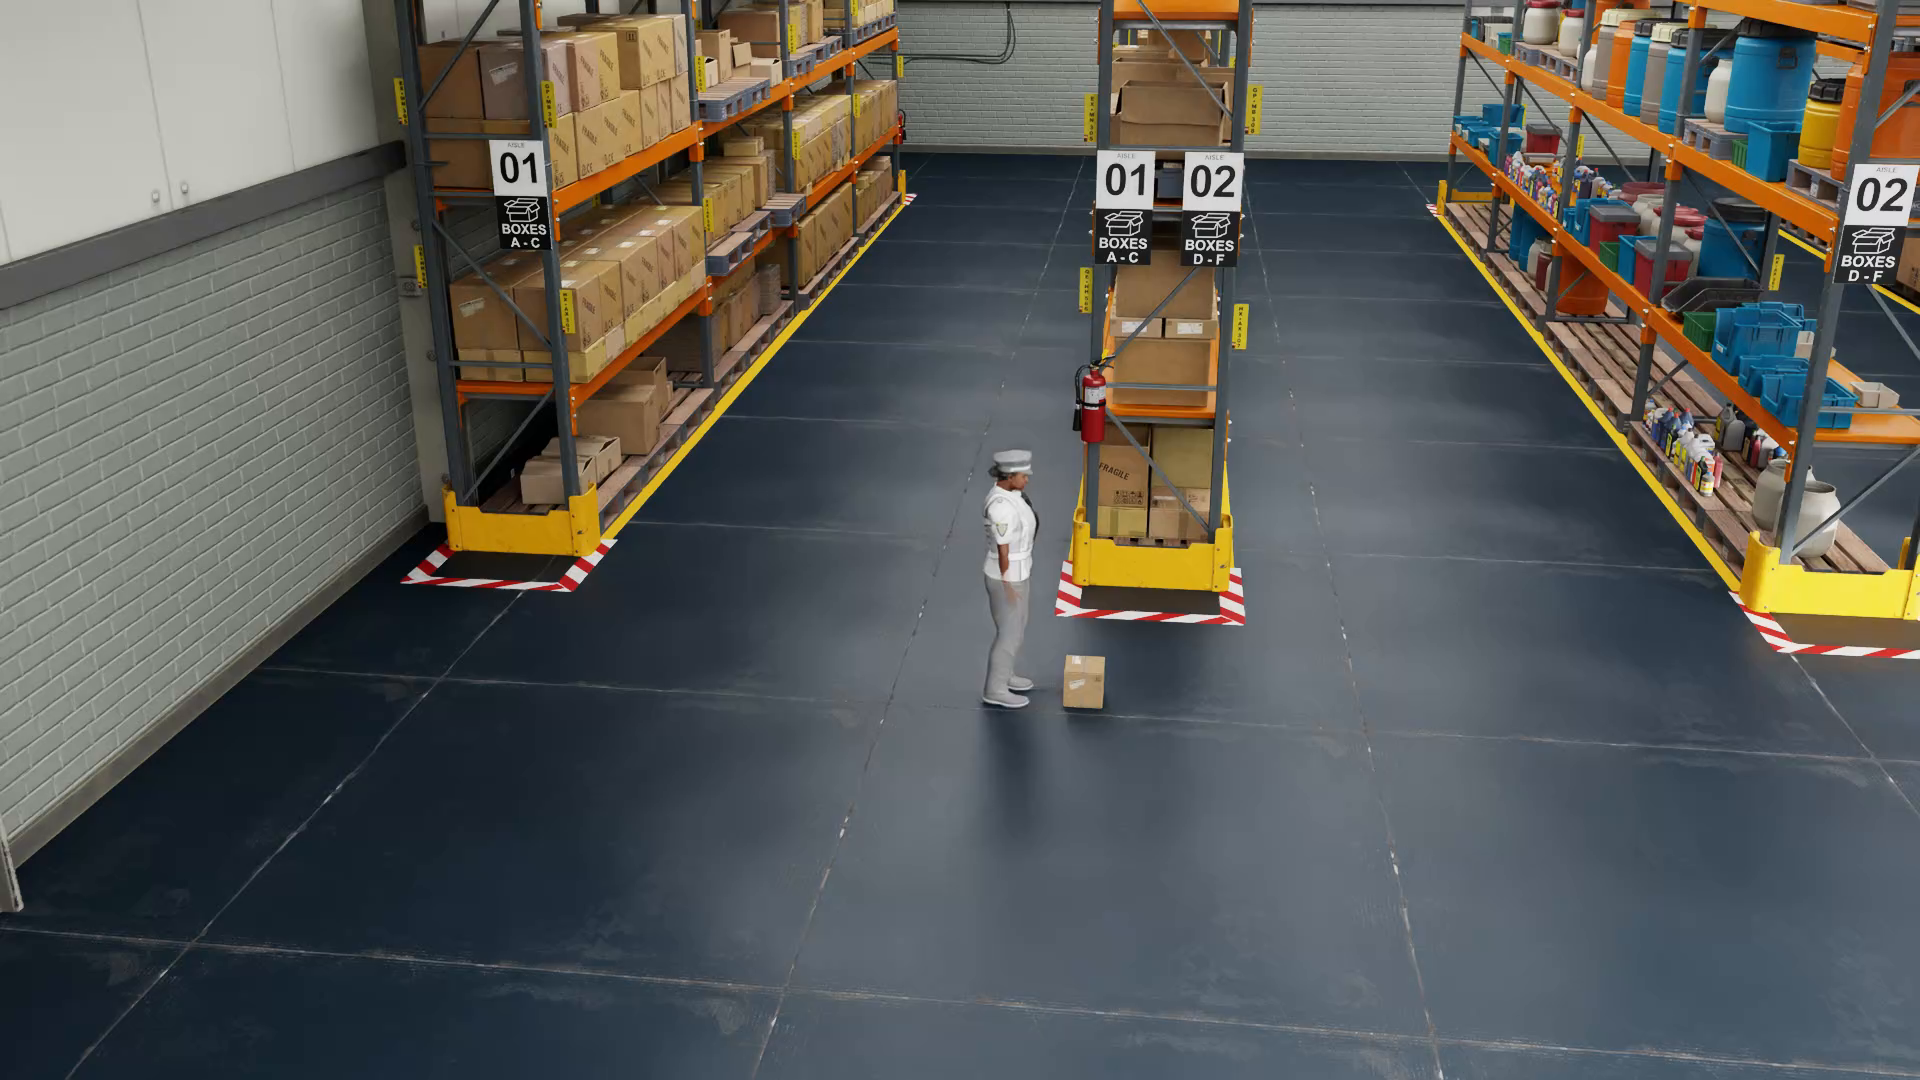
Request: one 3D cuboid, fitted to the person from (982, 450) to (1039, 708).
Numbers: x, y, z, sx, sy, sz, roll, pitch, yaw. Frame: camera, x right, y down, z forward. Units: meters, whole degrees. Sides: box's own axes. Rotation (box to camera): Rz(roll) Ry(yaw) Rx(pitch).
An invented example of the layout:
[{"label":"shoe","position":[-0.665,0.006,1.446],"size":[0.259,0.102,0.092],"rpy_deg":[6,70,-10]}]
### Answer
[{"label":"person","position":[0.315,0.230,10.509],"size":[0.340,1.658,0.438],"rpy_deg":[3,21,7]}]
